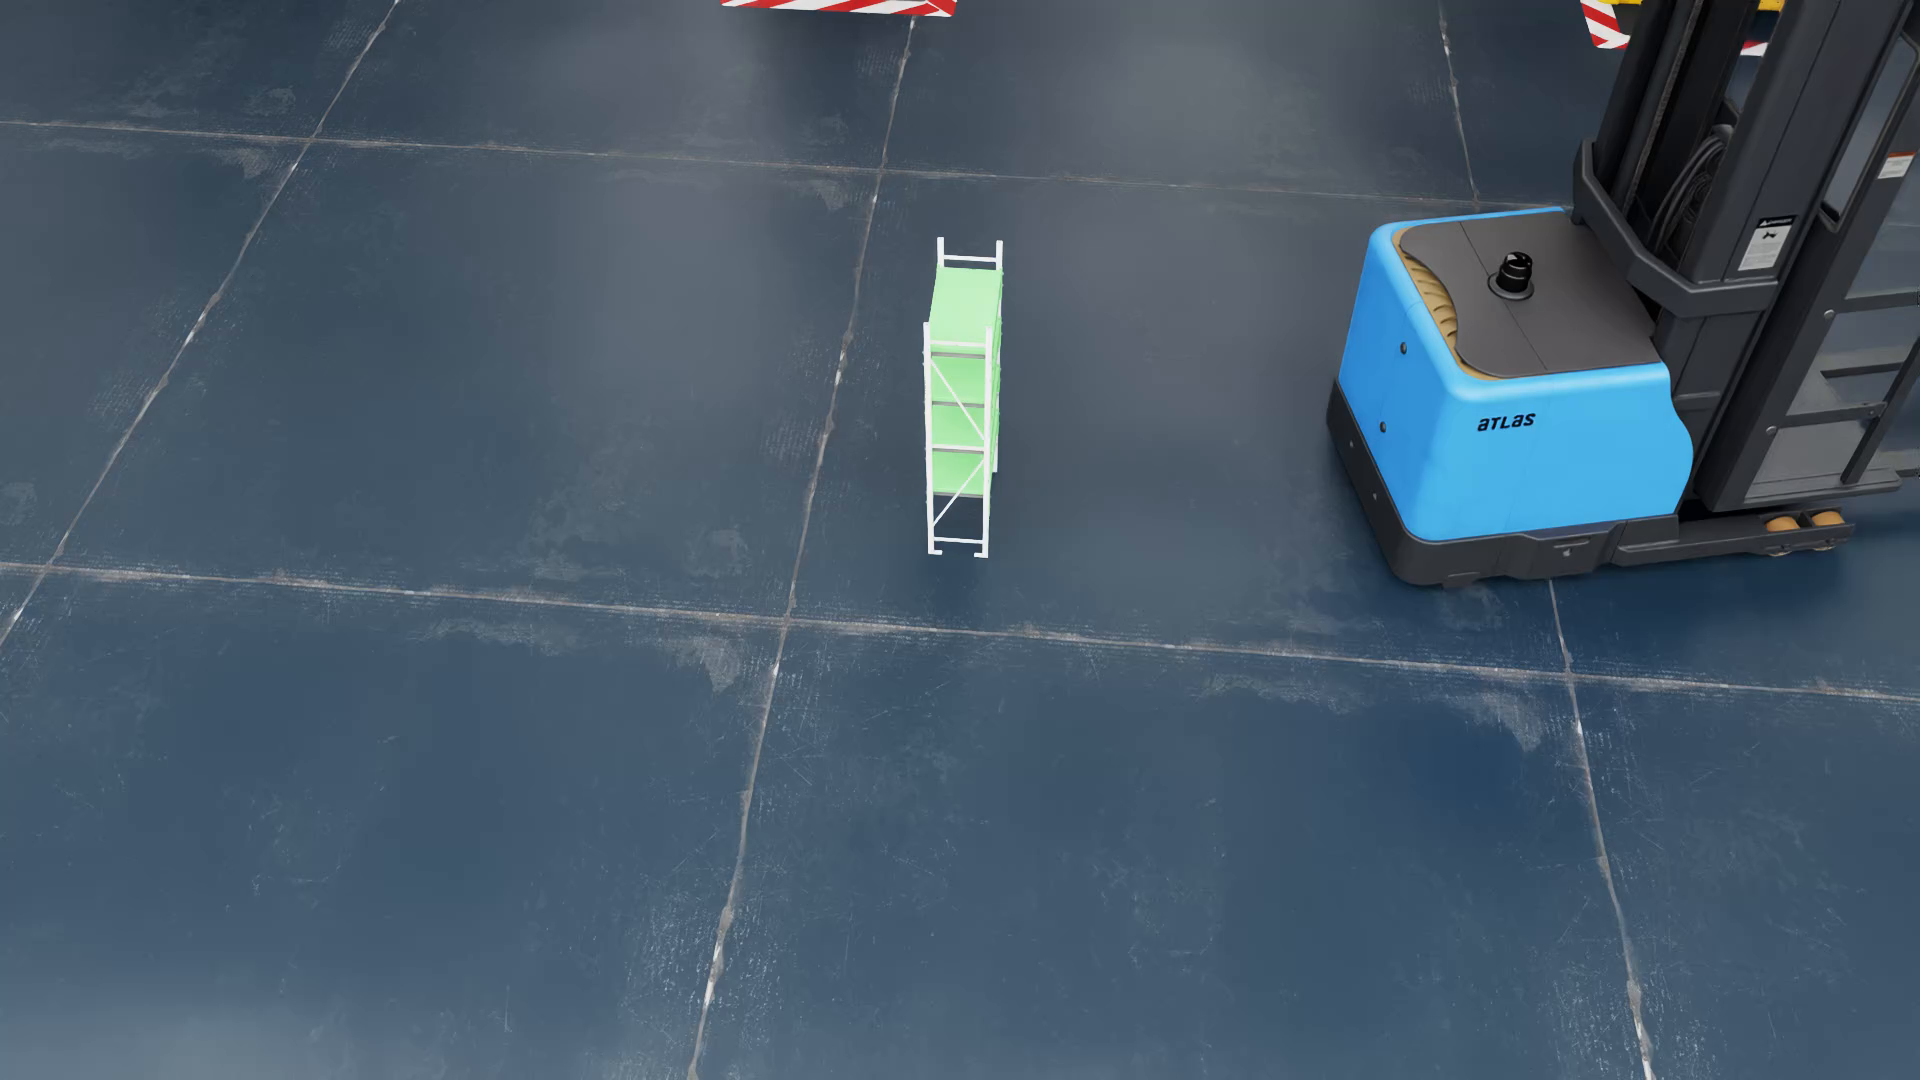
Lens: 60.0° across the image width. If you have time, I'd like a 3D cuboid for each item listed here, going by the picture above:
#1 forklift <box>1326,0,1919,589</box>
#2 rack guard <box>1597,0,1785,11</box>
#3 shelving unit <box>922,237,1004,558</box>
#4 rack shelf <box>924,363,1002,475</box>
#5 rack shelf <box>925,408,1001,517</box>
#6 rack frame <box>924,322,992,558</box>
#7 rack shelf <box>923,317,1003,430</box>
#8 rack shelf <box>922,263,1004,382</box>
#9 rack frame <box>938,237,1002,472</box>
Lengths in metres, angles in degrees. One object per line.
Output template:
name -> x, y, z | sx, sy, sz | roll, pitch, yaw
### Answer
forklift -> 3.135, -1.306, 5.984 | 3.031, 2.935, 1.130 | -7, 48, -6
rack guard -> 4.276, -3.359, 9.510 | 1.175, 0.500, 0.348 | 4, 48, 4
shelving unit -> 0.015, -0.527, 6.444 | 0.258, 1.200, 0.503 | 4, 48, 4
rack shelf -> 0.015, -0.483, 6.492 | 0.258, 0.148, 0.480 | 4, 48, 4
rack shelf -> 0.015, -0.321, 6.669 | 0.258, 0.148, 0.480 | 4, 48, 4
rack frame -> -0.007, -0.347, 6.280 | 0.240, 1.200, 0.015 | 4, 48, 4
rack shelf -> 0.015, -0.645, 6.314 | 0.258, 0.148, 0.480 | 4, 48, 4
rack shelf -> 0.015, -0.807, 6.137 | 0.258, 0.148, 0.480 | 4, 48, 4
rack frame -> 0.037, -0.706, 6.608 | 0.240, 1.200, 0.015 | 4, 48, 4
